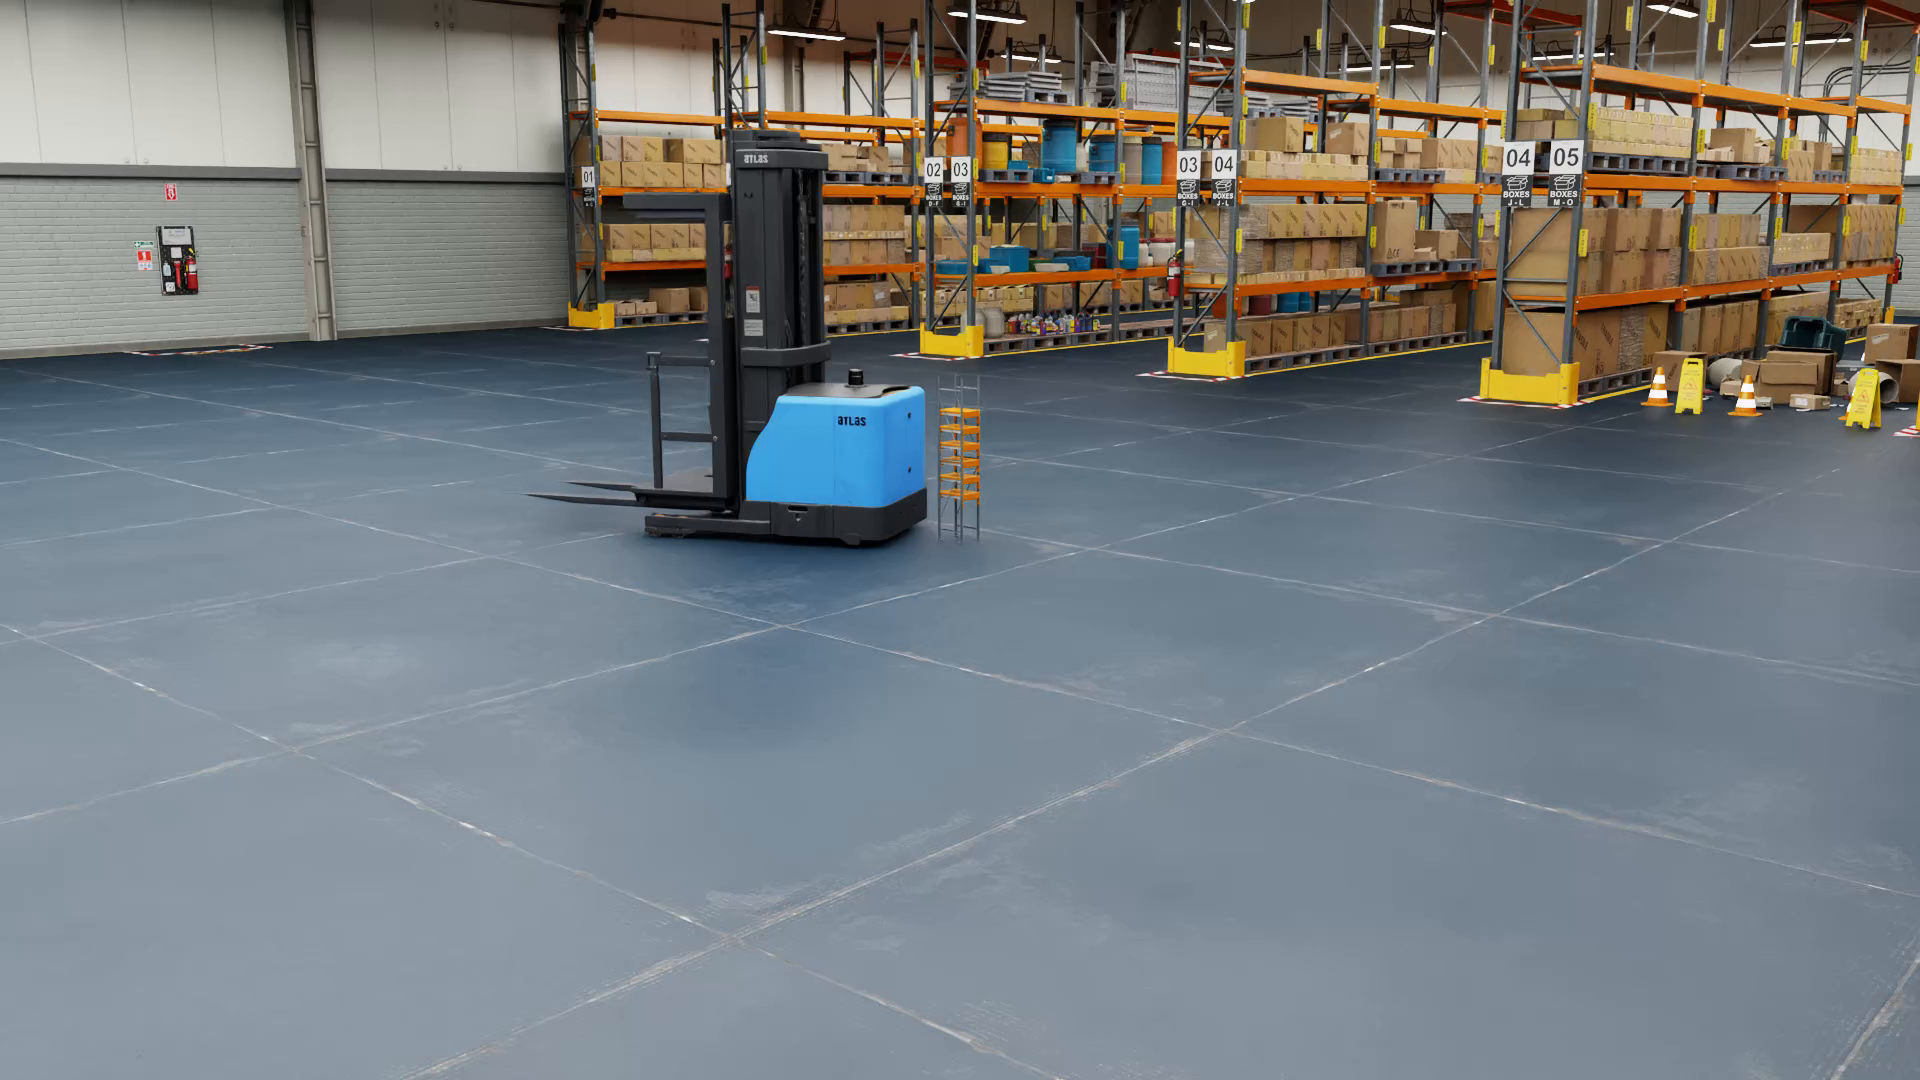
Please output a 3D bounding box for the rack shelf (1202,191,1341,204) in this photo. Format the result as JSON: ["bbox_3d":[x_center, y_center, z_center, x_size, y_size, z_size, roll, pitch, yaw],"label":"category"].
[{"bbox_3d":[6.443,-7.137,34.464,1.077,0.370,4.000,10,15,40],"label":"rack shelf"}]

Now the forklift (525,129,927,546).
[{"bbox_3d":[-1.825,-1.545,12.462,3.031,2.935,1.130,4,12,17],"label":"forklift"}]

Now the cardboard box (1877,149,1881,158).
[{"bbox_3d":[16.752,-7.133,30.695,0.380,0.149,0.250,9,15,39],"label":"cardboard box"}]

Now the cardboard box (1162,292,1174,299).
[{"bbox_3d":[5.048,-5.943,40.417,0.380,0.166,0.250,10,15,40],"label":"cardboard box"}]

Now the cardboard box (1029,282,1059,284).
[{"bbox_3d":[1.879,-5.900,37.437,0.500,0.250,0.500,11,15,42],"label":"cardboard box"}]

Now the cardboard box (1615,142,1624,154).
[{"bbox_3d":[8.189,-4.975,21.114,0.380,0.149,0.250,10,15,41],"label":"cardboard box"}]

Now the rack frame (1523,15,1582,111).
[{"bbox_3d":[11.483,-8.615,32.367,1.000,3.000,0.127,10,15,40],"label":"rack frame"}]

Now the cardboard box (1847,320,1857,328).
[{"bbox_3d":[16.450,-4.033,30.950,0.380,0.149,0.250,9,15,39],"label":"cardboard box"}]

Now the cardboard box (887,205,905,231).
[{"bbox_3d":[-1.524,-6.396,33.009,0.700,0.500,0.500,10,15,41],"label":"cardboard box"}]

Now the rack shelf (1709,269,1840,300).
[{"bbox_3d":[13.822,-4.370,28.267,1.077,0.370,4.000,10,15,40],"label":"rack shelf"}]

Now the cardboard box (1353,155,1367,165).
[{"bbox_3d":[6.205,-6.003,26.317,0.380,0.149,0.250,10,15,42],"label":"cardboard box"}]

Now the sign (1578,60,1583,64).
[{"bbox_3d":[11.899,-9.043,31.925,0.100,0.325,0.005,10,15,40],"label":"sign"}]

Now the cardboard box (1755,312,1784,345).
[{"bbox_3d":[13.161,-3.479,27.283,0.500,0.500,0.500,9,14,38],"label":"cardboard box"}]

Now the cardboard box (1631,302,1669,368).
[{"bbox_3d":[9.394,-2.920,23.526,0.875,0.875,0.875,10,15,41],"label":"cardboard box"}]

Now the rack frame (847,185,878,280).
[{"bbox_3d":[-2.319,-7.006,39.627,1.000,3.000,0.127,10,15,40],"label":"rack frame"}]

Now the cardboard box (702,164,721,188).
[{"bbox_3d":[-5.451,-7.768,35.479,0.500,0.500,0.500,8,14,36],"label":"cardboard box"}]

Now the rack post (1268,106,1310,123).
[{"bbox_3d":[6.522,-8.696,34.049,0.954,0.300,0.937,-10,15,-41],"label":"rack post"}]

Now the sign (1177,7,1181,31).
[{"bbox_3d":[3.159,-7.460,23.795,0.100,0.325,0.005,10,15,40],"label":"sign"}]

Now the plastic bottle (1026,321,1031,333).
[{"bbox_3d":[1.229,-3.788,29.538,0.097,0.201,0.097,0,11,0],"label":"plastic bottle"}]

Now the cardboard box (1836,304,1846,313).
[{"bbox_3d":[16.037,-4.258,30.559,0.380,0.149,0.250,9,15,39],"label":"cardboard box"}]

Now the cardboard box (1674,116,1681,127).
[{"bbox_3d":[9.527,-5.664,22.532,0.380,0.149,0.250,10,15,40],"label":"cardboard box"}]

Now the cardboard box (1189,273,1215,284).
[{"bbox_3d":[3.595,-3.853,24.483,0.380,0.149,0.250,10,15,40],"label":"cardboard box"}]

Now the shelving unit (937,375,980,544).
[{"bbox_3d":[-0.010,-0.586,12.083,0.258,1.200,0.189,10,15,40],"label":"shelving unit"}]

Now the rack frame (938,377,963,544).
[{"bbox_3d":[-0.070,-0.573,12.016,0.240,1.200,0.006,10,15,40],"label":"rack frame"}]

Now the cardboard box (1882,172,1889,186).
[{"bbox_3d":[17.013,-6.754,31.093,0.500,0.250,0.500,11,15,43],"label":"cardboard box"}]

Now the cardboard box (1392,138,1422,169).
[{"bbox_3d":[7.209,-6.418,27.693,0.797,0.503,0.637,11,15,43],"label":"cardboard box"}]

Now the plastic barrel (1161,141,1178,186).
[{"bbox_3d":[3.986,-7.217,31.932,0.600,0.830,0.708,10,15,40],"label":"plastic barrel"}]

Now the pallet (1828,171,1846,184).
[{"bbox_3d":[14.655,-6.318,29.008,1.213,0.211,1.003,10,15,40],"label":"pallet"}]

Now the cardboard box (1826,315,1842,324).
[{"bbox_3d":[15.622,-3.982,29.938,0.380,0.149,0.250,11,16,43],"label":"cardboard box"}]

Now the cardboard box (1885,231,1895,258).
[{"bbox_3d":[17.680,-5.701,32.080,0.500,0.500,0.500,10,15,41],"label":"cardboard box"}]

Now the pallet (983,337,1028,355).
[{"bbox_3d":[0.397,-3.316,28.276,1.003,0.211,1.213,10,15,40],"label":"pallet"}]

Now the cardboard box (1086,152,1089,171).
[{"bbox_3d":[2.778,-8.468,37.708,0.600,0.600,0.600,9,14,38],"label":"cardboard box"}]

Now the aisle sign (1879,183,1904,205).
[{"bbox_3d":[18.057,-6.852,32.221,0.394,0.787,0.004,10,15,40],"label":"aisle sign"}]

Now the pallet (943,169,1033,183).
[{"bbox_3d":[0.461,-6.035,27.592,1.003,0.211,1.213,10,15,40],"label":"pallet"}]

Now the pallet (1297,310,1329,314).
[{"bbox_3d":[7.222,-4.838,35.893,1.003,0.211,1.213,10,15,40],"label":"pallet"}]

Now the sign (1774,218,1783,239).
[{"bbox_3d":[12.921,-4.925,26.253,0.100,0.325,0.005,10,15,40],"label":"sign"}]

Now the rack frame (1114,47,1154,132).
[{"bbox_3d":[4.045,-9.896,38.783,1.000,3.000,0.127,10,15,40],"label":"rack frame"}]

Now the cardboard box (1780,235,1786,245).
[{"bbox_3d":[13.293,-4.921,27.241,0.380,0.149,0.250,10,15,40],"label":"cardboard box"}]

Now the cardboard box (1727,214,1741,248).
[{"bbox_3d":[11.528,-4.752,25.538,0.700,0.500,0.500,9,15,39],"label":"cardboard box"}]

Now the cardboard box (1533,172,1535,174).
[{"bbox_3d":[10.692,-7.156,31.879,0.500,0.311,0.500,9,14,38],"label":"cardboard box"}]

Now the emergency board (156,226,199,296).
[{"bbox_3d":[-13.408,-4.802,28.595,0.194,1.169,0.643,10,15,40],"label":"emergency board"}]

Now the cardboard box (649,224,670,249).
[{"bbox_3d":[-6.380,-6.311,34.565,0.500,0.500,0.500,9,14,39],"label":"cardboard box"}]

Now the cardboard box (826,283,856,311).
[{"bbox_3d":[-2.363,-4.684,32.040,0.500,0.500,0.500,10,15,40],"label":"cardboard box"}]

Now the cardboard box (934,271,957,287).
[{"bbox_3d":[-0.595,-6.502,41.524,0.750,0.750,0.750,10,15,42],"label":"cardboard box"}]

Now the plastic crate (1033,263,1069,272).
[{"bbox_3d":[1.600,-4.735,28.934,0.530,0.136,0.437,10,15,40],"label":"plastic crate"}]

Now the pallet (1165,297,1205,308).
[{"bbox_3d":[5.304,-5.868,41.051,1.003,0.211,1.213,10,15,40],"label":"pallet"}]

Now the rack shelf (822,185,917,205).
[{"bbox_3d":[-2.556,-6.601,31.781,1.077,0.370,4.000,10,15,40],"label":"rack shelf"}]

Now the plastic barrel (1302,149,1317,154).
[{"bbox_3d":[7.313,-7.922,35.004,0.600,0.588,0.600,0,11,0],"label":"plastic barrel"}]

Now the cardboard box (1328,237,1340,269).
[{"bbox_3d":[5.503,-4.563,26.386,0.875,0.500,0.500,10,15,40],"label":"cardboard box"}]

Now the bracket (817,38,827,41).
[{"bbox_3d":[-3.287,-11.648,38.366,0.235,0.232,0.430,10,15,40],"label":"bracket"}]

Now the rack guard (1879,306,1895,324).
[{"bbox_3d":[17.733,-4.368,32.805,1.175,0.500,0.348,10,15,40],"label":"rack guard"}]

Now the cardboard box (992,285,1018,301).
[{"bbox_3d":[0.905,-5.312,35.665,0.500,0.311,0.500,9,15,39],"label":"cardboard box"}]

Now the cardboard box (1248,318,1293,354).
[{"bbox_3d":[4.783,-3.159,25.680,0.500,0.500,0.500,-10,15,-42],"label":"cardboard box"}]

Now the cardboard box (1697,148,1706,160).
[{"bbox_3d":[10.448,-5.556,23.728,0.258,0.266,0.396,9,15,39],"label":"cardboard box"}]
